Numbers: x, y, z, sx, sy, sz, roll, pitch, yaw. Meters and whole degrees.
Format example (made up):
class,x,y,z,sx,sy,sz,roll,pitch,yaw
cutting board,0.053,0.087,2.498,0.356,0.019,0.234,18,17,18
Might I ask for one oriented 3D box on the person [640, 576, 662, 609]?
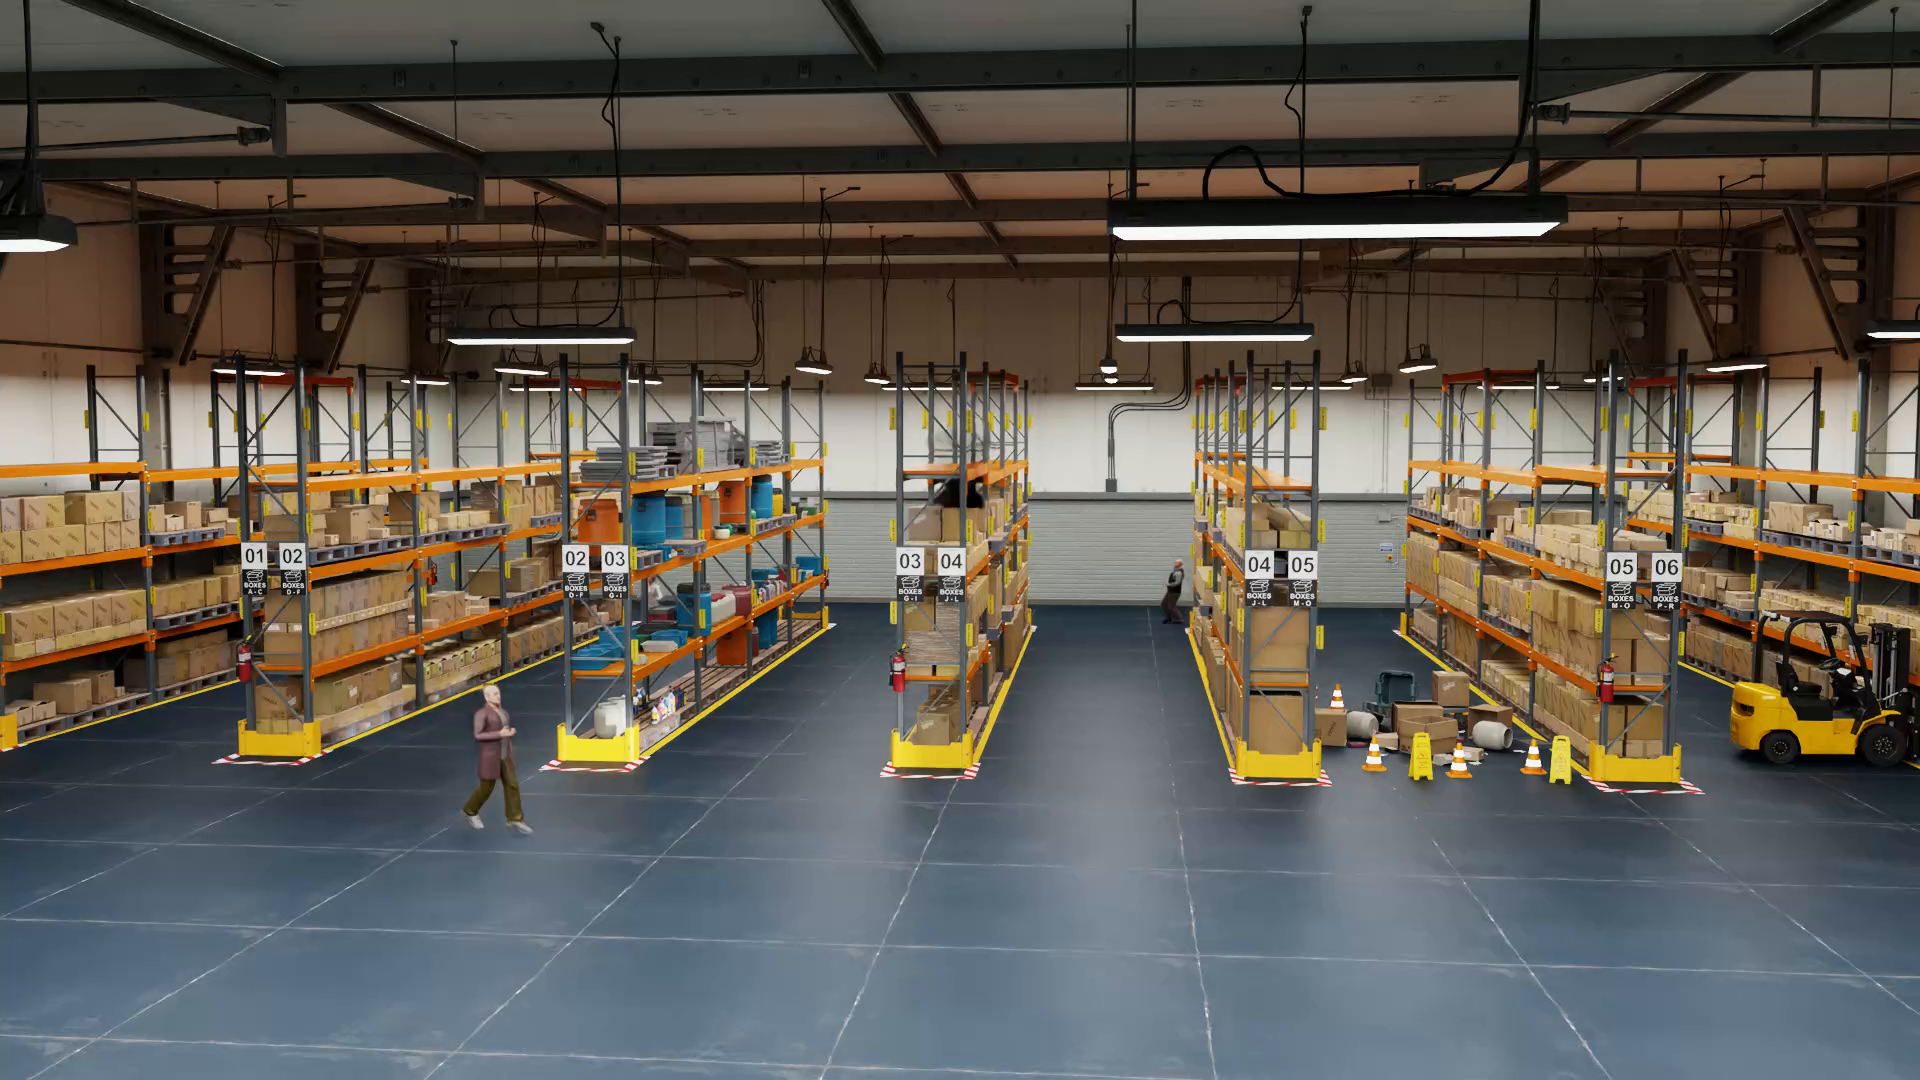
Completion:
class,x,y,z,sx,sy,sz,roll,pitch,yaw
person,-7.025,1.582,37.795,0.535,1.469,0.665,0,4,3

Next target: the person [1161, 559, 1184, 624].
class,x,y,z,sx,sy,sz,roll,pitch,yaw
person,5.216,1.285,40.784,0.571,1.688,0.786,0,4,7

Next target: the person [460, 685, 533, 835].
class,x,y,z,sx,sy,sz,roll,pitch,yaw
person,-5.651,2.653,20.161,0.981,1.804,0.698,2,4,25
